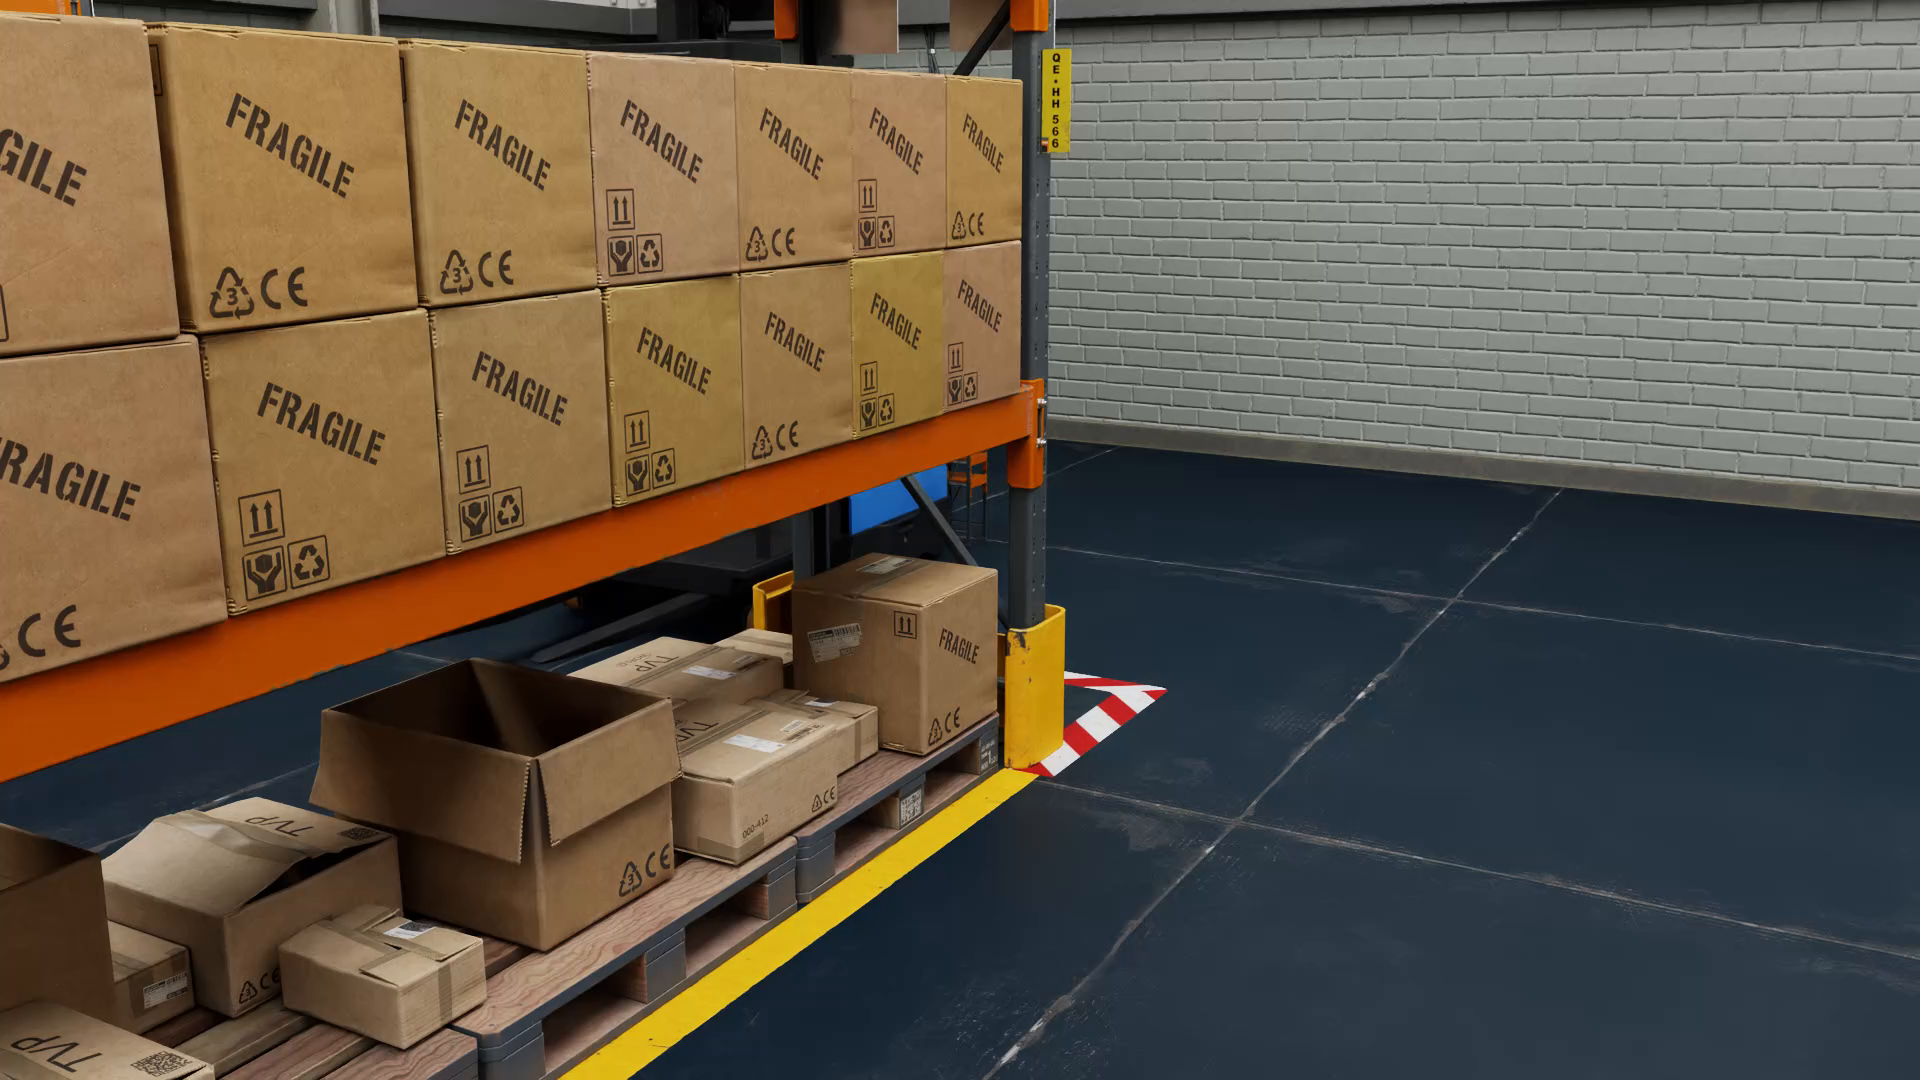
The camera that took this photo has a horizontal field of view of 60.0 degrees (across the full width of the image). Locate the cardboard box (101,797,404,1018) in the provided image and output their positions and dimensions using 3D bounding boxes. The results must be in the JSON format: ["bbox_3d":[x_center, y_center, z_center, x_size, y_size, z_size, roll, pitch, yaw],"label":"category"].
[{"bbox_3d":[-1.707,0.833,3.976,0.500,0.311,0.500,7,15,28],"label":"cardboard box"}]

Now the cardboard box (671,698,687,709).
[{"bbox_3d":[-1.157,0.629,4.950,0.500,0.250,0.500,7,15,28],"label":"cardboard box"}]

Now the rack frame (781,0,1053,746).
[{"bbox_3d":[-0.163,-0.778,5.860,1.000,3.000,0.127,7,15,28],"label":"rack frame"}]

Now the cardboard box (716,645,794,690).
[{"bbox_3d":[-0.787,0.484,5.733,0.380,0.166,0.250,7,15,28],"label":"cardboard box"}]

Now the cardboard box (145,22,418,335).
[{"bbox_3d":[-1.373,-0.663,3.035,0.500,0.500,0.500,7,15,26],"label":"cardboard box"}]

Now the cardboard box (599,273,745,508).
[{"bbox_3d":[-0.879,-0.392,4.045,0.500,0.500,0.500,7,15,27],"label":"cardboard box"}]

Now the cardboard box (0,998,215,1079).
[{"bbox_3d":[-1.704,1.074,2.975,0.500,0.311,0.500,7,15,28],"label":"cardboard box"}]

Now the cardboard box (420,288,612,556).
[{"bbox_3d":[-1.123,-0.287,3.612,0.500,0.500,0.500,7,15,28],"label":"cardboard box"}]

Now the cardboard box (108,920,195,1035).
[{"bbox_3d":[-1.941,0.982,3.704,0.380,0.149,0.250,7,15,28],"label":"cardboard box"}]

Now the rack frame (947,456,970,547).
[{"bbox_3d":[-0.051,-0.562,8.803,0.240,1.200,0.006,7,15,28],"label":"rack frame"}]

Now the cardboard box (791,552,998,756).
[{"bbox_3d":[-0.210,0.363,5.523,0.500,0.500,0.500,7,15,28],"label":"cardboard box"}]

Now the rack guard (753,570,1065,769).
[{"bbox_3d":[-0.200,0.453,6.088,1.175,0.500,0.348,7,15,28],"label":"rack guard"}]

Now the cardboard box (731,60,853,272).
[{"bbox_3d":[-0.627,-0.979,4.350,0.500,0.500,0.500,8,16,30],"label":"cardboard box"}]

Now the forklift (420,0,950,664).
[{"bbox_3d":[-1.168,-1.104,7.358,1.130,2.935,3.031,7,15,26],"label":"forklift"}]

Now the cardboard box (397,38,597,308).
[{"bbox_3d":[-1.124,-0.768,3.473,0.500,0.500,0.500,7,15,26],"label":"cardboard box"}]

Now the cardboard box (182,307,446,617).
[{"bbox_3d":[-1.367,-0.185,3.187,0.500,0.500,0.500,8,16,29],"label":"cardboard box"}]

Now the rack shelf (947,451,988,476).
[{"bbox_3d":[-0.007,-0.420,8.919,0.258,0.103,0.180,7,15,28],"label":"rack shelf"}]

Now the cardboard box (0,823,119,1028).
[{"bbox_3d":[-2.069,0.895,3.316,0.500,0.500,0.500,7,15,28],"label":"cardboard box"}]

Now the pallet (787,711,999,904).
[{"bbox_3d":[-0.584,0.757,5.443,1.003,0.211,1.213,7,15,28],"label":"pallet"}]

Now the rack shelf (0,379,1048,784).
[{"bbox_3d":[-1.130,-0.018,4.242,1.077,0.370,4.000,7,15,28],"label":"rack shelf"}]

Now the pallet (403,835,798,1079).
[{"bbox_3d":[-1.175,1.006,4.409,1.003,0.211,1.213,7,15,28],"label":"pallet"}]

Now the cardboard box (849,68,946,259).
[{"bbox_3d":[-0.381,-1.086,4.793,0.500,0.500,0.500,8,16,30],"label":"cardboard box"}]

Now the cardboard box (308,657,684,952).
[{"bbox_3d":[-1.193,0.656,4.298,0.797,0.503,0.637,7,15,28],"label":"cardboard box"}]

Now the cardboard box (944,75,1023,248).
[{"bbox_3d":[-0.137,-1.190,5.223,0.500,0.500,0.500,7,15,28],"label":"cardboard box"}]

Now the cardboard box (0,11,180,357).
[{"bbox_3d":[-1.622,-0.557,2.596,0.500,0.500,0.500,8,16,29],"label":"cardboard box"}]

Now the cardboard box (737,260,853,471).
[{"bbox_3d":[-0.635,-0.495,4.474,0.500,0.500,0.500,8,15,28],"label":"cardboard box"}]

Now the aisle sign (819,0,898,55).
[{"bbox_3d":[-0.387,-2.089,5.752,0.394,0.787,0.004,7,15,28],"label":"aisle sign"}]

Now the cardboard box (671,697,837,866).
[{"bbox_3d":[-0.696,0.676,4.758,0.500,0.250,0.500,7,15,28],"label":"cardboard box"}]

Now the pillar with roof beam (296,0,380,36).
[{"bbox_3d":[-0.184,-4.419,8.163,9.100,9.000,0.400,7,15,28],"label":"pillar with roof beam"}]

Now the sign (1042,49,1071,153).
[{"bbox_3d":[0.313,-1.427,5.410,0.100,0.325,0.005,7,15,28],"label":"sign"}]

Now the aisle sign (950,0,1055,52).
[{"bbox_3d":[0.138,-2.021,5.470,0.394,0.787,0.004,7,15,28],"label":"aisle sign"}]

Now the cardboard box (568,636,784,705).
[{"bbox_3d":[-0.916,0.527,5.376,0.500,0.250,0.500,7,15,28],"label":"cardboard box"}]

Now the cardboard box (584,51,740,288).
[{"bbox_3d":[-0.876,-0.874,3.912,0.500,0.500,0.500,8,16,30],"label":"cardboard box"}]

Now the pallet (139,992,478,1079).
[{"bbox_3d":[-1.764,1.258,3.367,1.003,0.211,1.213,7,15,28],"label":"pallet"}]

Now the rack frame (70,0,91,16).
[{"bbox_3d":[-4.501,-1.338,8.185,1.000,3.000,0.127,7,15,28],"label":"rack frame"}]

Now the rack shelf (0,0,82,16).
[{"bbox_3d":[-5.468,-2.037,6.216,1.077,0.370,4.000,7,15,28],"label":"rack shelf"}]

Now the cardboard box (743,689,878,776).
[{"bbox_3d":[-0.485,0.598,5.260,0.380,0.166,0.250,7,15,28],"label":"cardboard box"}]

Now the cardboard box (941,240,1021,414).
[{"bbox_3d":[-0.141,-0.704,5.339,0.500,0.500,0.500,8,16,30],"label":"cardboard box"}]

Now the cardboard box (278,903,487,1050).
[{"bbox_3d":[-1.295,0.966,3.733,0.380,0.166,0.250,7,15,28],"label":"cardboard box"}]

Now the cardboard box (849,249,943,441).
[{"bbox_3d":[-0.389,-0.597,4.896,0.500,0.500,0.500,8,15,29],"label":"cardboard box"}]

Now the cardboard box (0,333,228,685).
[{"bbox_3d":[-1.612,-0.080,2.750,0.500,0.500,0.500,8,16,30],"label":"cardboard box"}]

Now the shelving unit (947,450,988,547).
[{"bbox_3d":[-0.007,-0.580,8.881,0.258,1.200,0.189,7,15,28],"label":"shelving unit"}]

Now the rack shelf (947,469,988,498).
[{"bbox_3d":[-0.007,-0.304,8.947,0.258,0.103,0.180,7,15,28],"label":"rack shelf"}]

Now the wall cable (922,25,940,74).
[{"bbox_3d":[-1.454,-3.865,12.491,3.097,2.526,0.112,7,15,28],"label":"wall cable"}]

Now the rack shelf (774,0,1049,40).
[{"bbox_3d":[-1.130,-1.476,3.891,1.077,0.370,4.000,7,15,28],"label":"rack shelf"}]

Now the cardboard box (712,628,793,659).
[{"bbox_3d":[-0.666,0.441,5.948,0.380,0.149,0.250,7,15,28],"label":"cardboard box"}]

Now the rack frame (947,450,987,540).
[{"bbox_3d":[0.037,-0.599,8.958,0.240,1.200,0.006,7,15,28],"label":"rack frame"}]

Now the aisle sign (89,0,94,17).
[{"bbox_3d":[-4.204,-2.583,7.801,0.394,0.787,0.004,7,15,28],"label":"aisle sign"}]
